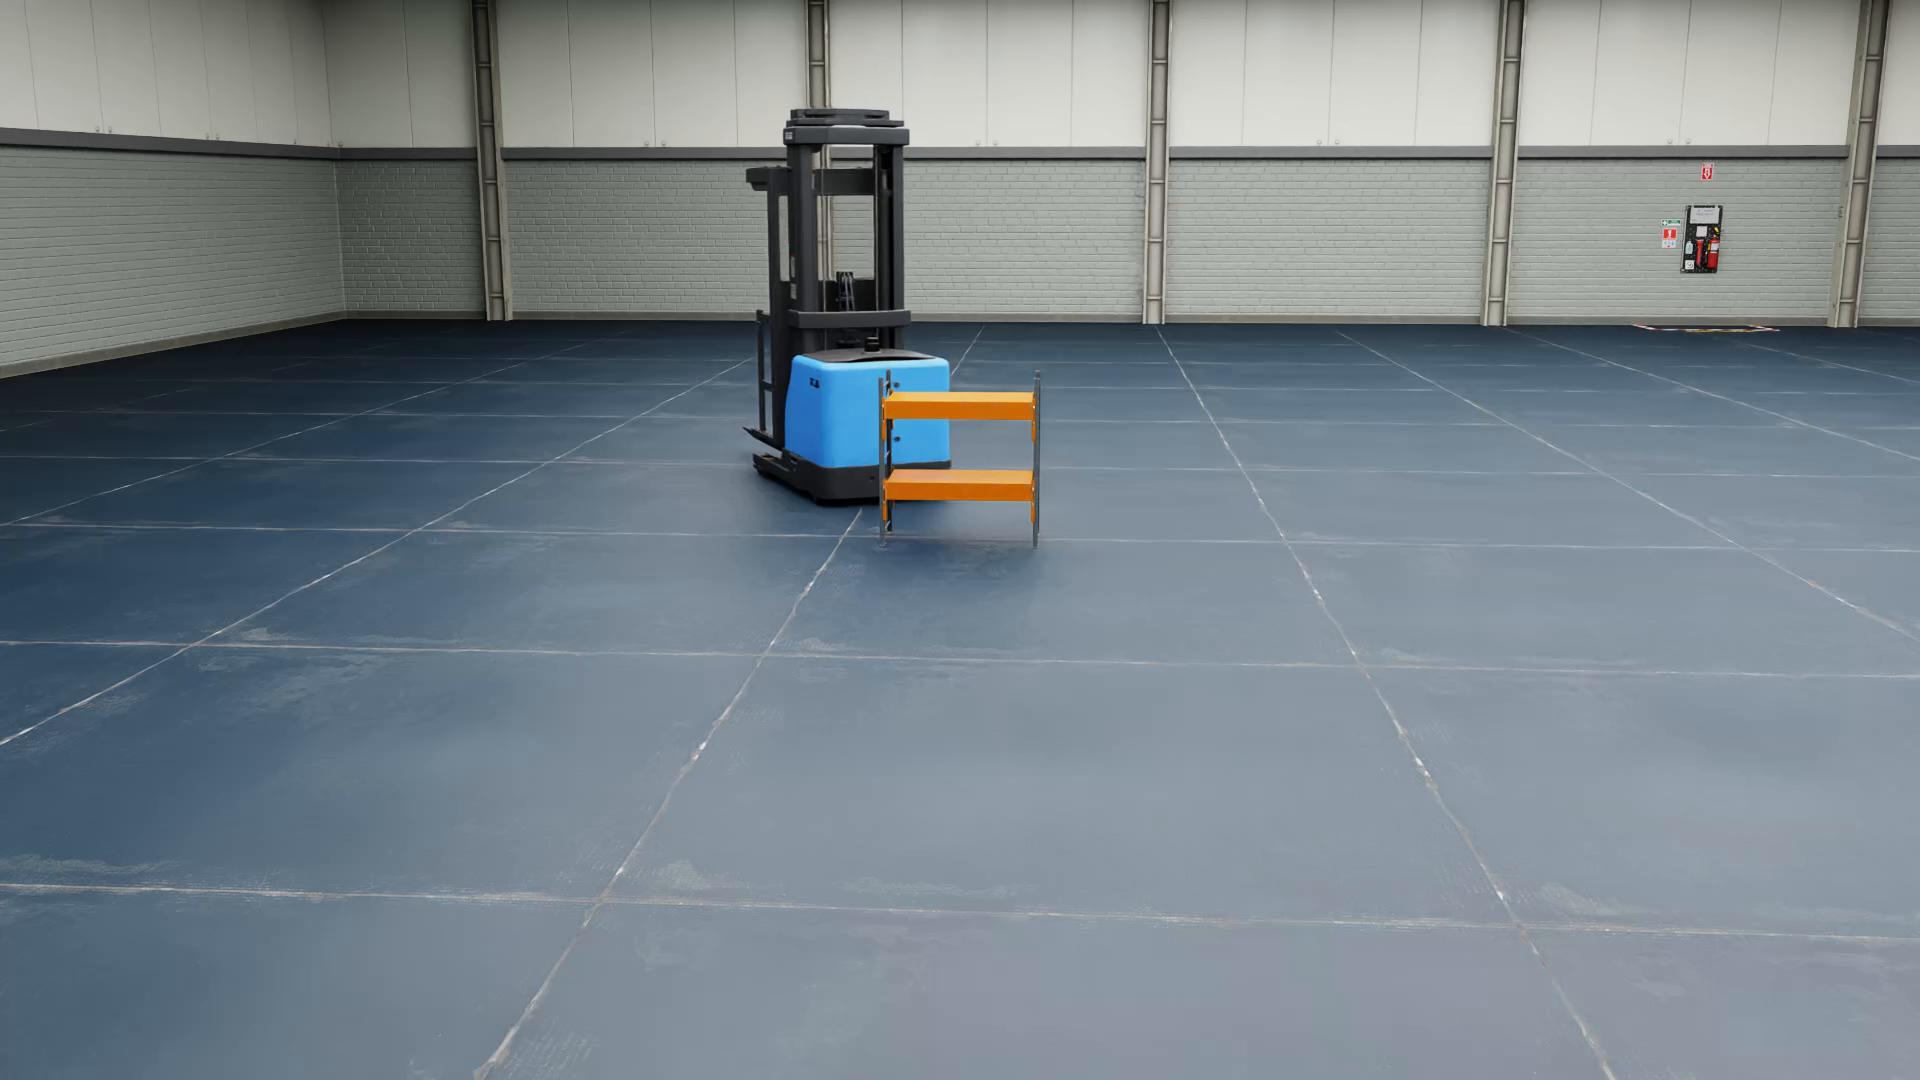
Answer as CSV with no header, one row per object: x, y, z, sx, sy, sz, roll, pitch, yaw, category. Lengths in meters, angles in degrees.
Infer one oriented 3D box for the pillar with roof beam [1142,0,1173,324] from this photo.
3.191,-7.428,24.800,0.400,9.000,9.100,1,12,4,pillar with roof beam

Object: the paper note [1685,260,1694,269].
12.817,-4.834,29.202,0.142,0.148,0.016,1,12,4,paper note

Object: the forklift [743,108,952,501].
-1.088,-1.984,13.596,1.130,2.935,3.031,-5,13,-22,forklift

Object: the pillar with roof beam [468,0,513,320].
-8.782,-7.592,25.585,0.400,9.000,9.100,1,12,4,pillar with roof beam

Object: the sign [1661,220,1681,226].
12.448,-5.552,29.103,0.331,0.109,0.001,1,12,4,sign

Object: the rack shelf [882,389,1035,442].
0.007,-0.837,11.093,1.000,0.278,0.538,1,12,4,rack shelf

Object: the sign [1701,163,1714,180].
12.987,-6.404,28.893,0.199,0.298,0.001,1,12,4,sign

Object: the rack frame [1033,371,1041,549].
0.514,-0.544,11.119,0.032,1.125,0.500,1,12,4,rack frame

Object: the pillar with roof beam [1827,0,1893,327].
15.164,-7.264,24.015,0.400,9.000,9.100,1,12,4,pillar with roof beam

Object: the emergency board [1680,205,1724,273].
12.989,-5.249,29.033,0.643,1.169,0.194,1,12,4,emergency board

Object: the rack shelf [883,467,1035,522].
0.007,-0.311,11.203,1.000,0.278,0.538,1,12,4,rack shelf

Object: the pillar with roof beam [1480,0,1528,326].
9.177,-7.346,24.408,0.400,9.000,9.100,1,12,4,pillar with roof beam

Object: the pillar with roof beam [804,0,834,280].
-2.796,-7.510,25.193,0.400,9.000,9.100,1,12,4,pillar with roof beam

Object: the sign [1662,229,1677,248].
12.444,-5.295,29.166,0.234,0.329,0.001,1,12,4,sign

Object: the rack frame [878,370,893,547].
-0.500,-0.557,11.186,0.032,1.125,0.500,1,12,4,rack frame

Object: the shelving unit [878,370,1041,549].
0.007,-0.550,11.152,1.048,1.125,0.538,1,12,4,shelving unit
